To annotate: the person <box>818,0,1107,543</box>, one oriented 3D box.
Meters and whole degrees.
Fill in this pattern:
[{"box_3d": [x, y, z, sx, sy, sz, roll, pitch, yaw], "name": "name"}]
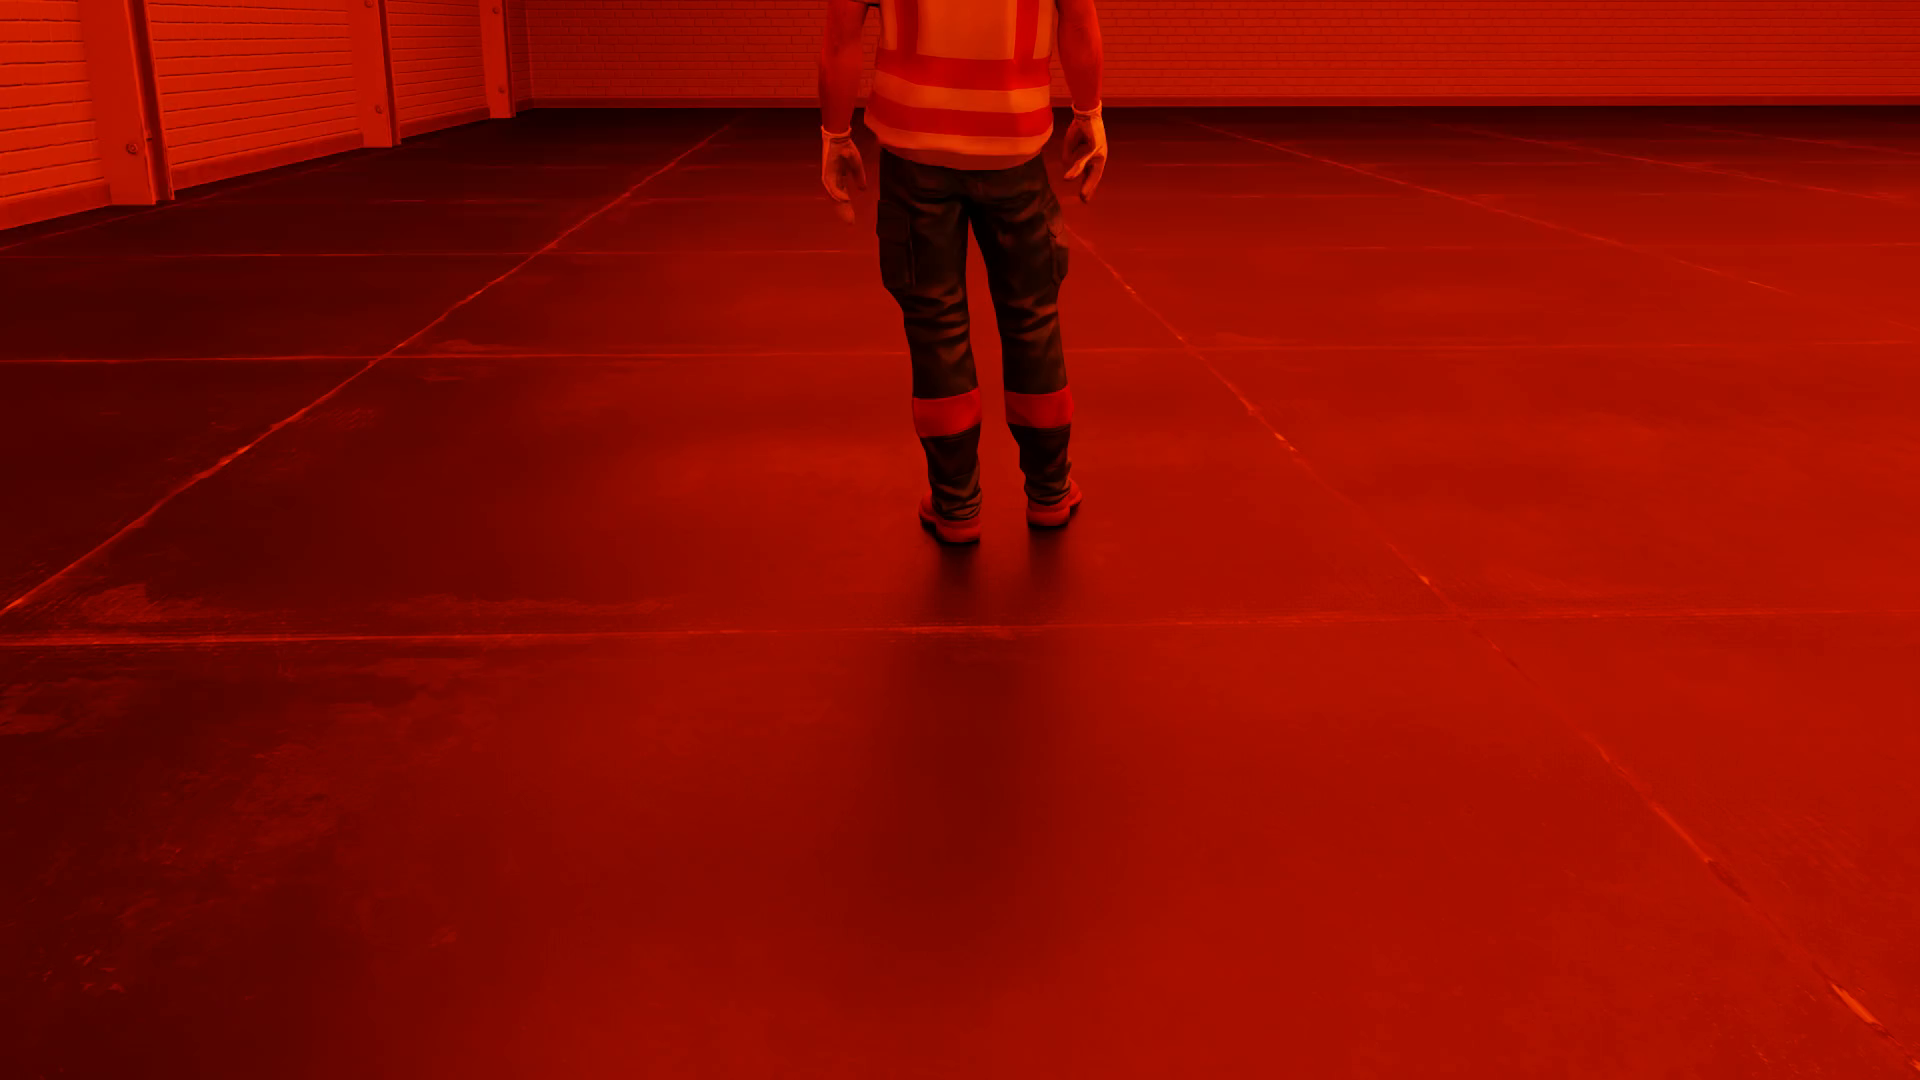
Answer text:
[{"box_3d": [0.008, -0.886, 3.731, 0.637, 1.787, 0.564, -1, 17, -3], "name": "person"}]
